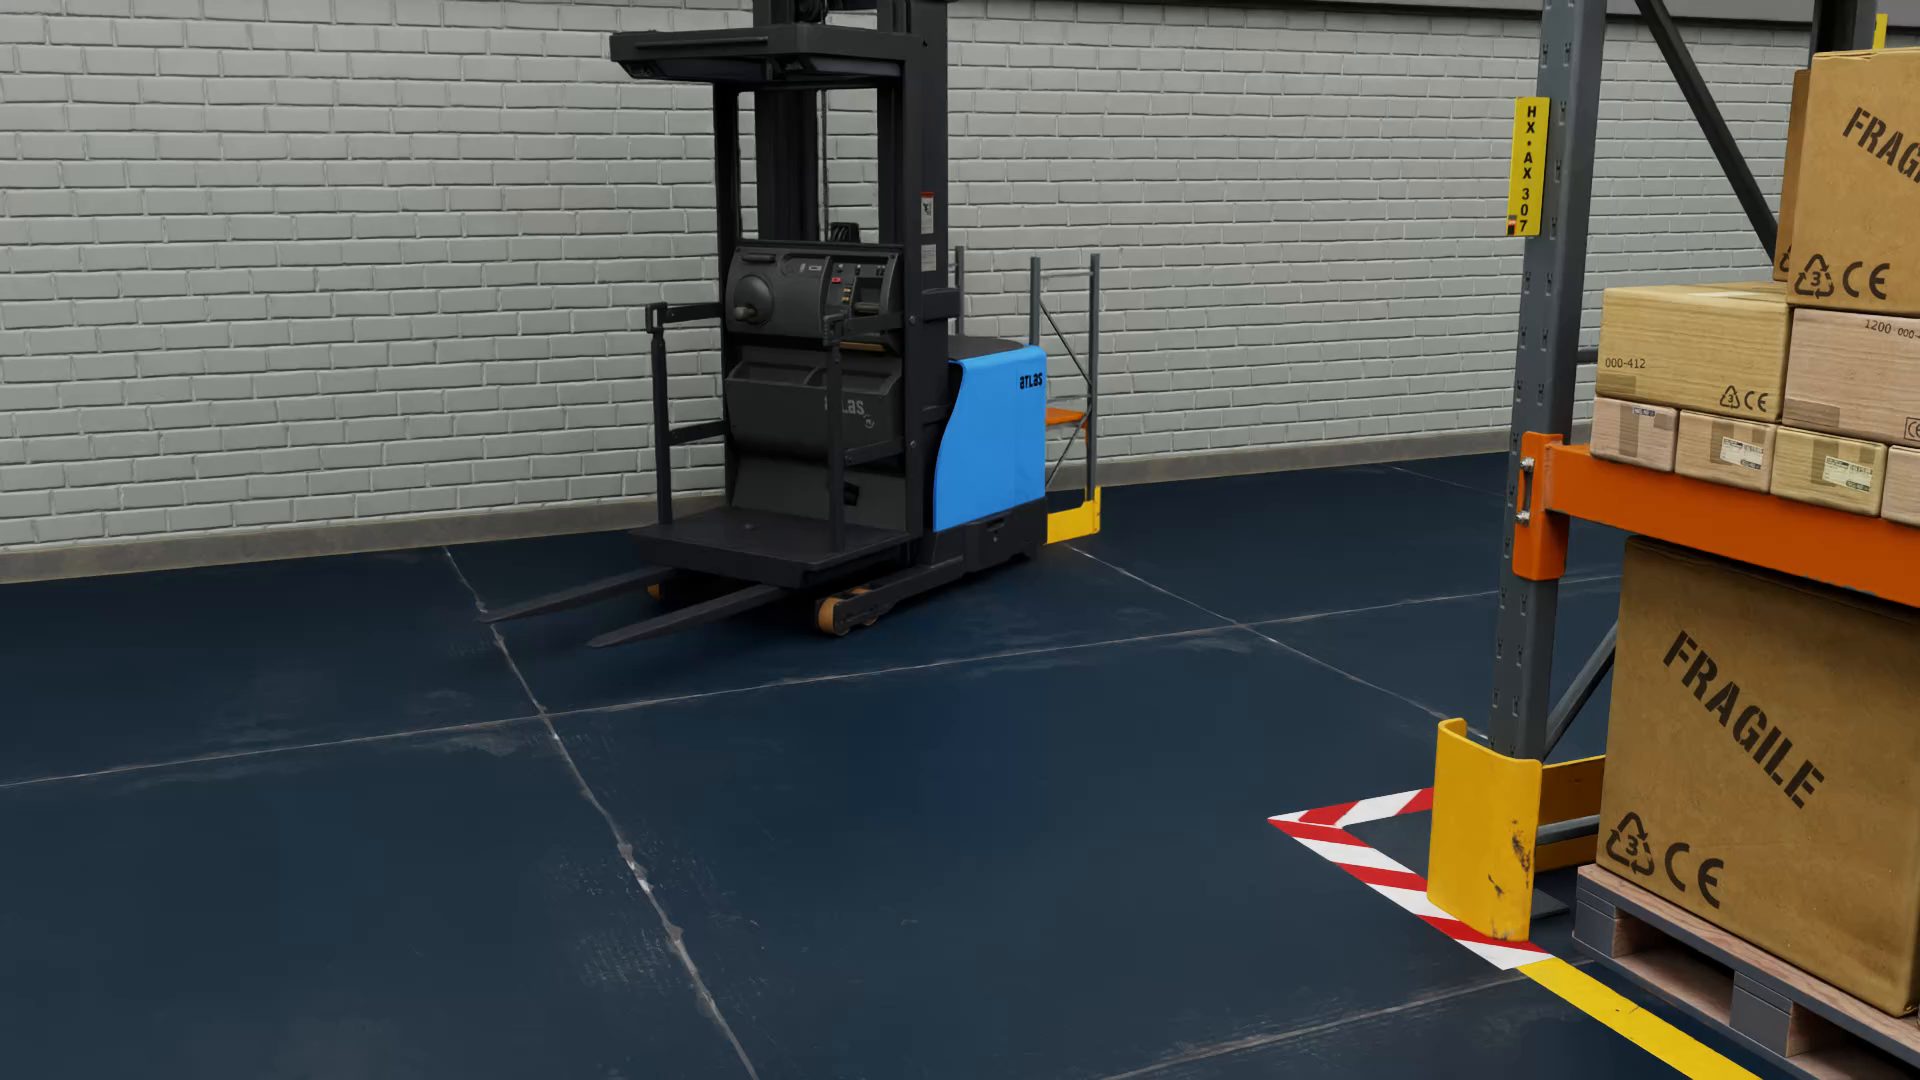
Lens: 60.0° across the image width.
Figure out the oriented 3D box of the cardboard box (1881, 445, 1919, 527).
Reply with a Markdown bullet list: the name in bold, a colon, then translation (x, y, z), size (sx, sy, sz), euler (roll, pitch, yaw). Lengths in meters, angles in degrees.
- **cardboard box**: translation (2.035, -0.105, 3.230), size (0.380, 0.149, 0.250), euler (-6, 14, -24)

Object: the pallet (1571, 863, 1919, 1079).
- **pallet**: translation (2.275, 1.026, 3.967), size (1.003, 0.211, 1.213), euler (-6, 14, -23)

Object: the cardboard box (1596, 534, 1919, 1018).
- **cardboard box**: translation (2.213, 0.465, 3.988), size (0.875, 0.875, 0.875), euler (-6, 14, -23)

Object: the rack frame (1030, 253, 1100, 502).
- **rack frame**: translation (0.544, -0.734, 8.713), size (0.500, 1.500, 0.032), euler (-12, 18, -43)

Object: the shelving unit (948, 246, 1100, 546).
- **shelving unit**: translation (0.183, -0.817, 9.074), size (0.587, 1.500, 1.083), euler (-12, 18, -43)

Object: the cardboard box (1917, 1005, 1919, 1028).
- **cardboard box**: translation (2.577, 0.653, 3.176), size (0.875, 0.875, 0.875), euler (-6, 14, -23)

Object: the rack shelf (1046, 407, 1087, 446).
- **rack shelf**: translation (0.189, -0.640, 9.108), size (0.538, 0.185, 1.000), euler (-12, 18, -43)

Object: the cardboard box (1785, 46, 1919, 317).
- **cardboard box**: translation (2.028, -0.701, 3.255), size (0.500, 0.500, 0.500), euler (-6, 14, -24)

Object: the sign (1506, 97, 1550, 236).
- **sign**: translation (1.372, -0.902, 4.018), size (0.100, 0.325, 0.005), euler (-6, 14, -23)

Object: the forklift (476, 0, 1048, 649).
- **forklift**: translation (-0.787, -1.139, 7.291), size (1.130, 2.935, 3.031), euler (9, 16, 33)

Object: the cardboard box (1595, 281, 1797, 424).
- **cardboard box**: translation (1.828, -0.439, 3.786), size (0.500, 0.250, 0.500), euler (-6, 14, -24)

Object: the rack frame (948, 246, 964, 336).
- **rack frame**: translation (-0.166, -0.898, 9.422), size (0.500, 1.500, 0.032), euler (-12, 18, -43)

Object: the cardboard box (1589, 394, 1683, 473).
- **cardboard box**: translation (1.723, -0.265, 3.919), size (0.380, 0.149, 0.250), euler (-5, 14, -22)

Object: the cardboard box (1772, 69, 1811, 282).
- **cardboard box**: translation (2.319, -0.851, 3.903), size (0.500, 0.500, 0.500), euler (-5, 14, -22)

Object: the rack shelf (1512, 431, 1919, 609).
- **rack shelf**: translation (2.684, 0.273, 2.632), size (1.077, 0.370, 4.000), euler (-6, 14, -23)

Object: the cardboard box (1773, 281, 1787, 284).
- **cardboard box**: translation (2.320, -0.486, 3.990), size (0.500, 0.250, 0.500), euler (-6, 14, -24)

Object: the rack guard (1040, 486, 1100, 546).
- **rack guard**: translation (0.530, -0.128, 8.868), size (0.587, 0.250, 0.087), euler (-12, 18, -43)

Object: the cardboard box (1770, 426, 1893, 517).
- **cardboard box**: translation (1.930, -0.159, 3.462), size (0.380, 0.149, 0.250), euler (-6, 14, -24)

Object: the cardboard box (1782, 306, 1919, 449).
- **cardboard box**: translation (2.042, -0.332, 3.324), size (0.500, 0.250, 0.500), euler (-6, 14, -24)

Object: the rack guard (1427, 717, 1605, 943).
- **rack guard**: translation (1.873, 0.722, 4.639), size (1.175, 0.500, 0.348), euler (-6, 14, -23)

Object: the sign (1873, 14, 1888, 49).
- **sign**: translation (2.386, -1.216, 4.378), size (0.100, 0.325, 0.005), euler (-6, 14, -23)

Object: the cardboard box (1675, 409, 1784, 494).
- **cardboard box**: translation (1.827, -0.212, 3.690), size (0.380, 0.149, 0.250), euler (-6, 14, -24)

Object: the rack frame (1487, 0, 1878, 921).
- **rack frame**: translation (1.883, -0.490, 4.336), size (1.000, 3.000, 0.127), euler (-6, 14, -23)
